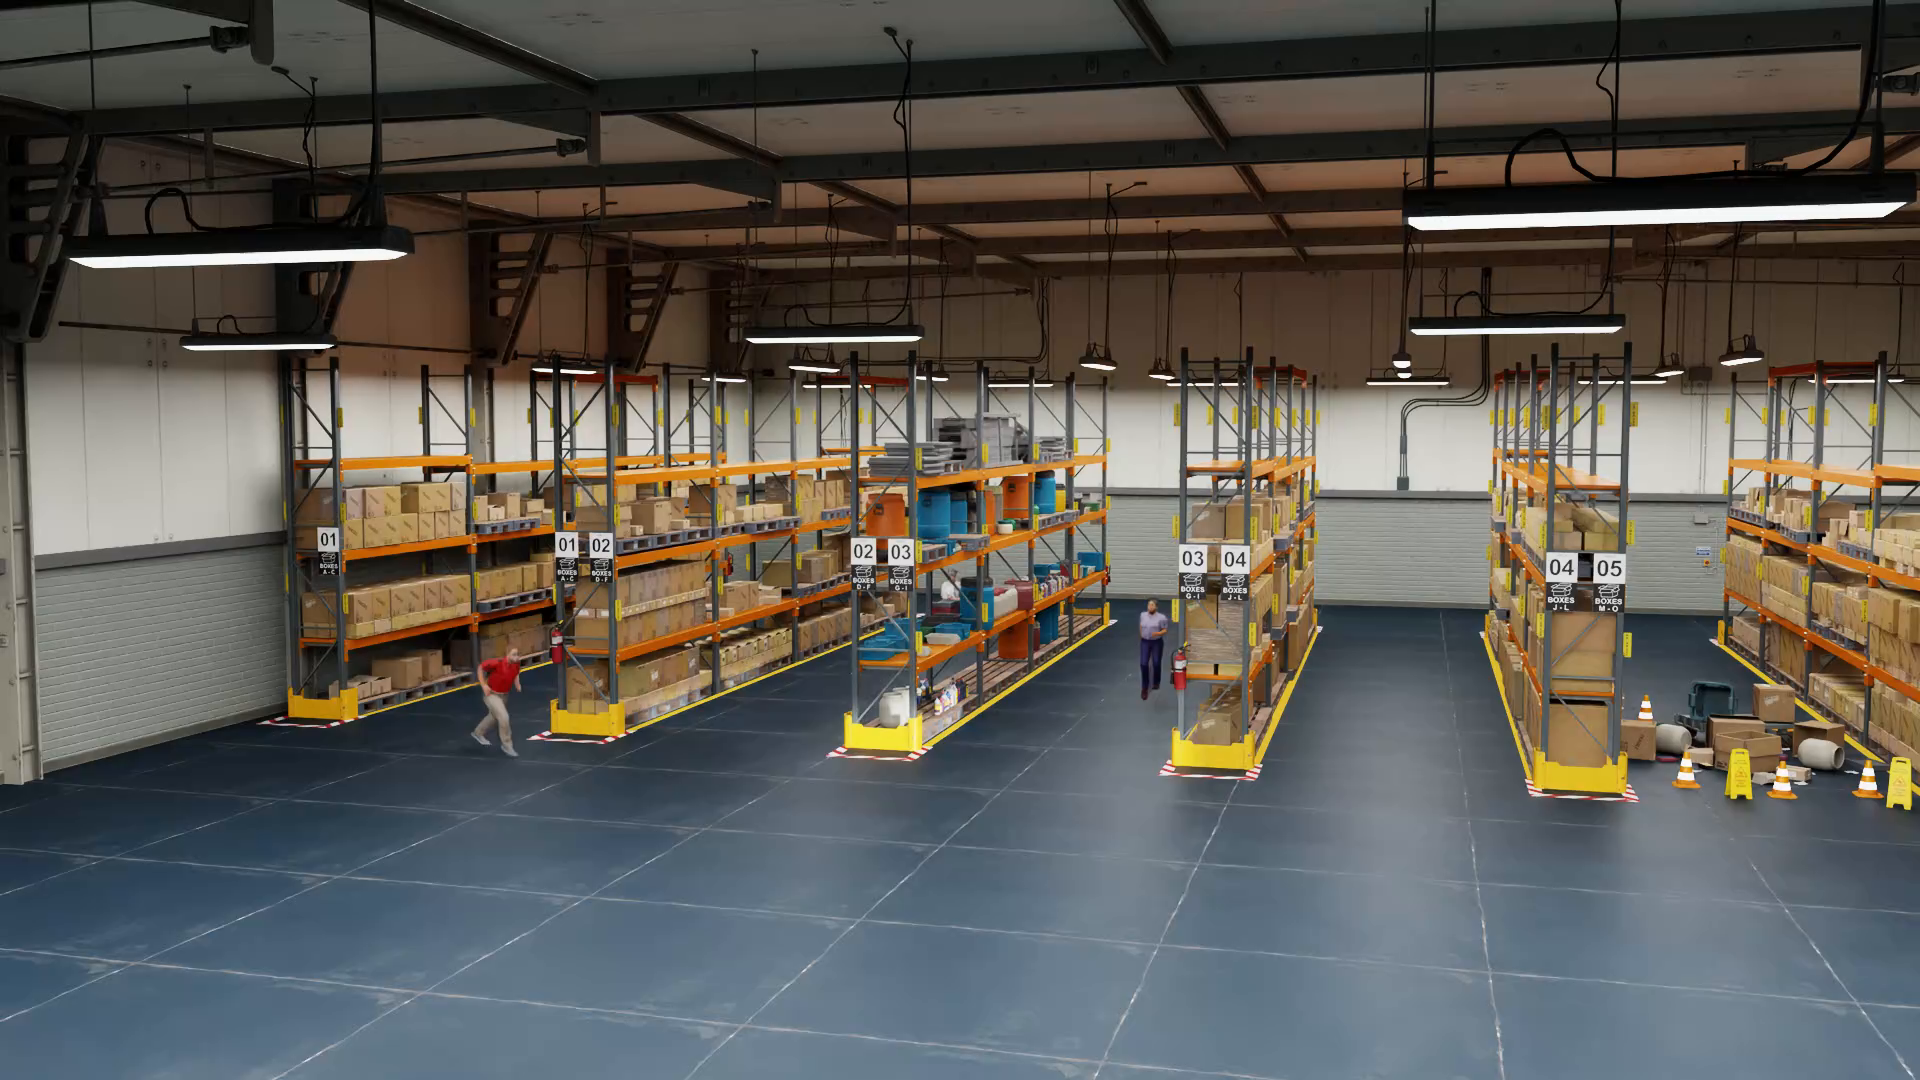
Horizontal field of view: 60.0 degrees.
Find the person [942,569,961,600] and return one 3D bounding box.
[{"bbox_3d":[-0.150,1.517,35.362,0.648,1.845,0.785,2,4,20],"label":"person"}]

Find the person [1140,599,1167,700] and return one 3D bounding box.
[{"bbox_3d":[3.317,1.877,28.620,0.493,1.725,0.777,1,4,11],"label":"person"}]

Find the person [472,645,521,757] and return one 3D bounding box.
[{"bbox_3d":[-6.960,2.393,24.816,0.992,1.701,0.710,3,5,33],"label":"person"}]
